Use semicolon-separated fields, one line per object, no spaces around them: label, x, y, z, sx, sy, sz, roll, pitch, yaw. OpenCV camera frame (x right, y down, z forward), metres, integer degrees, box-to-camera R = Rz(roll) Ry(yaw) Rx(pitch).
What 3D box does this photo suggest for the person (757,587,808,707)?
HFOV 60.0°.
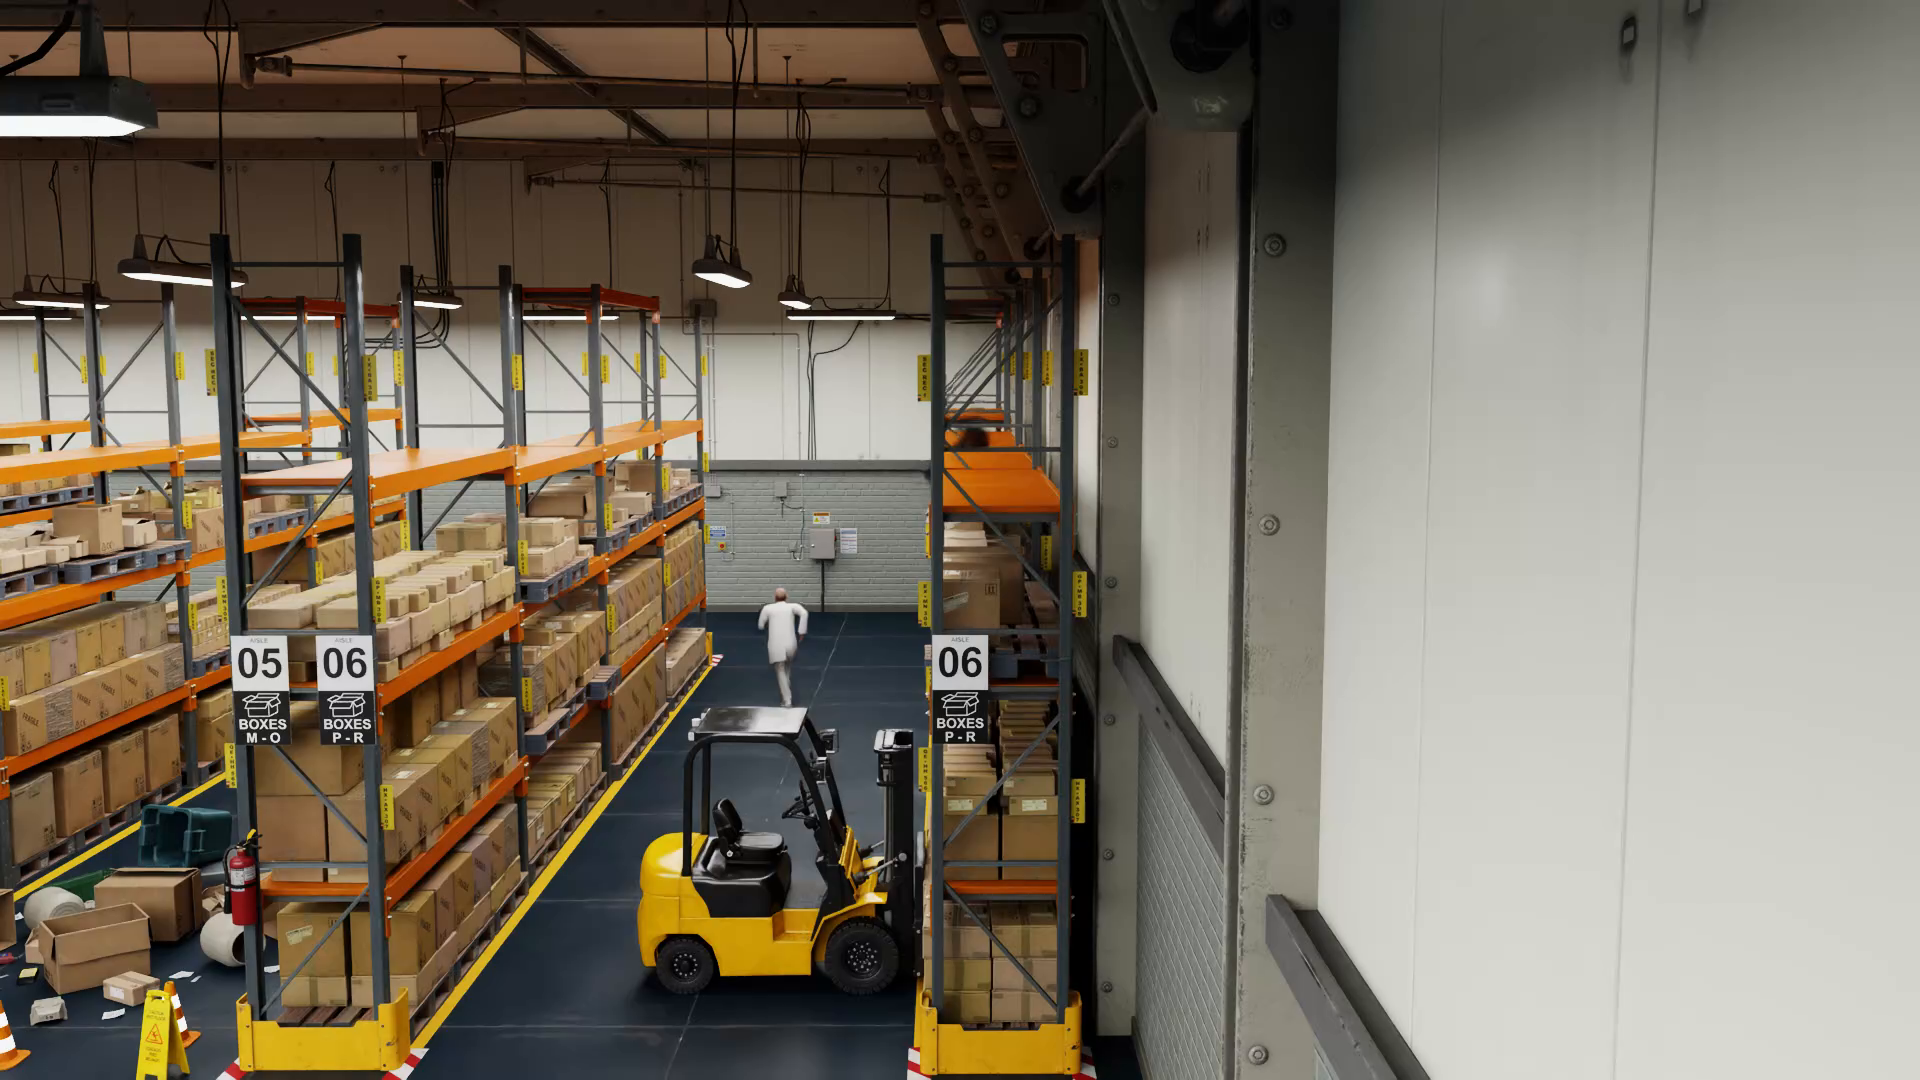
person;-2.590;1.650;24.440;0.695;1.720;1.035;-2;7;-17
